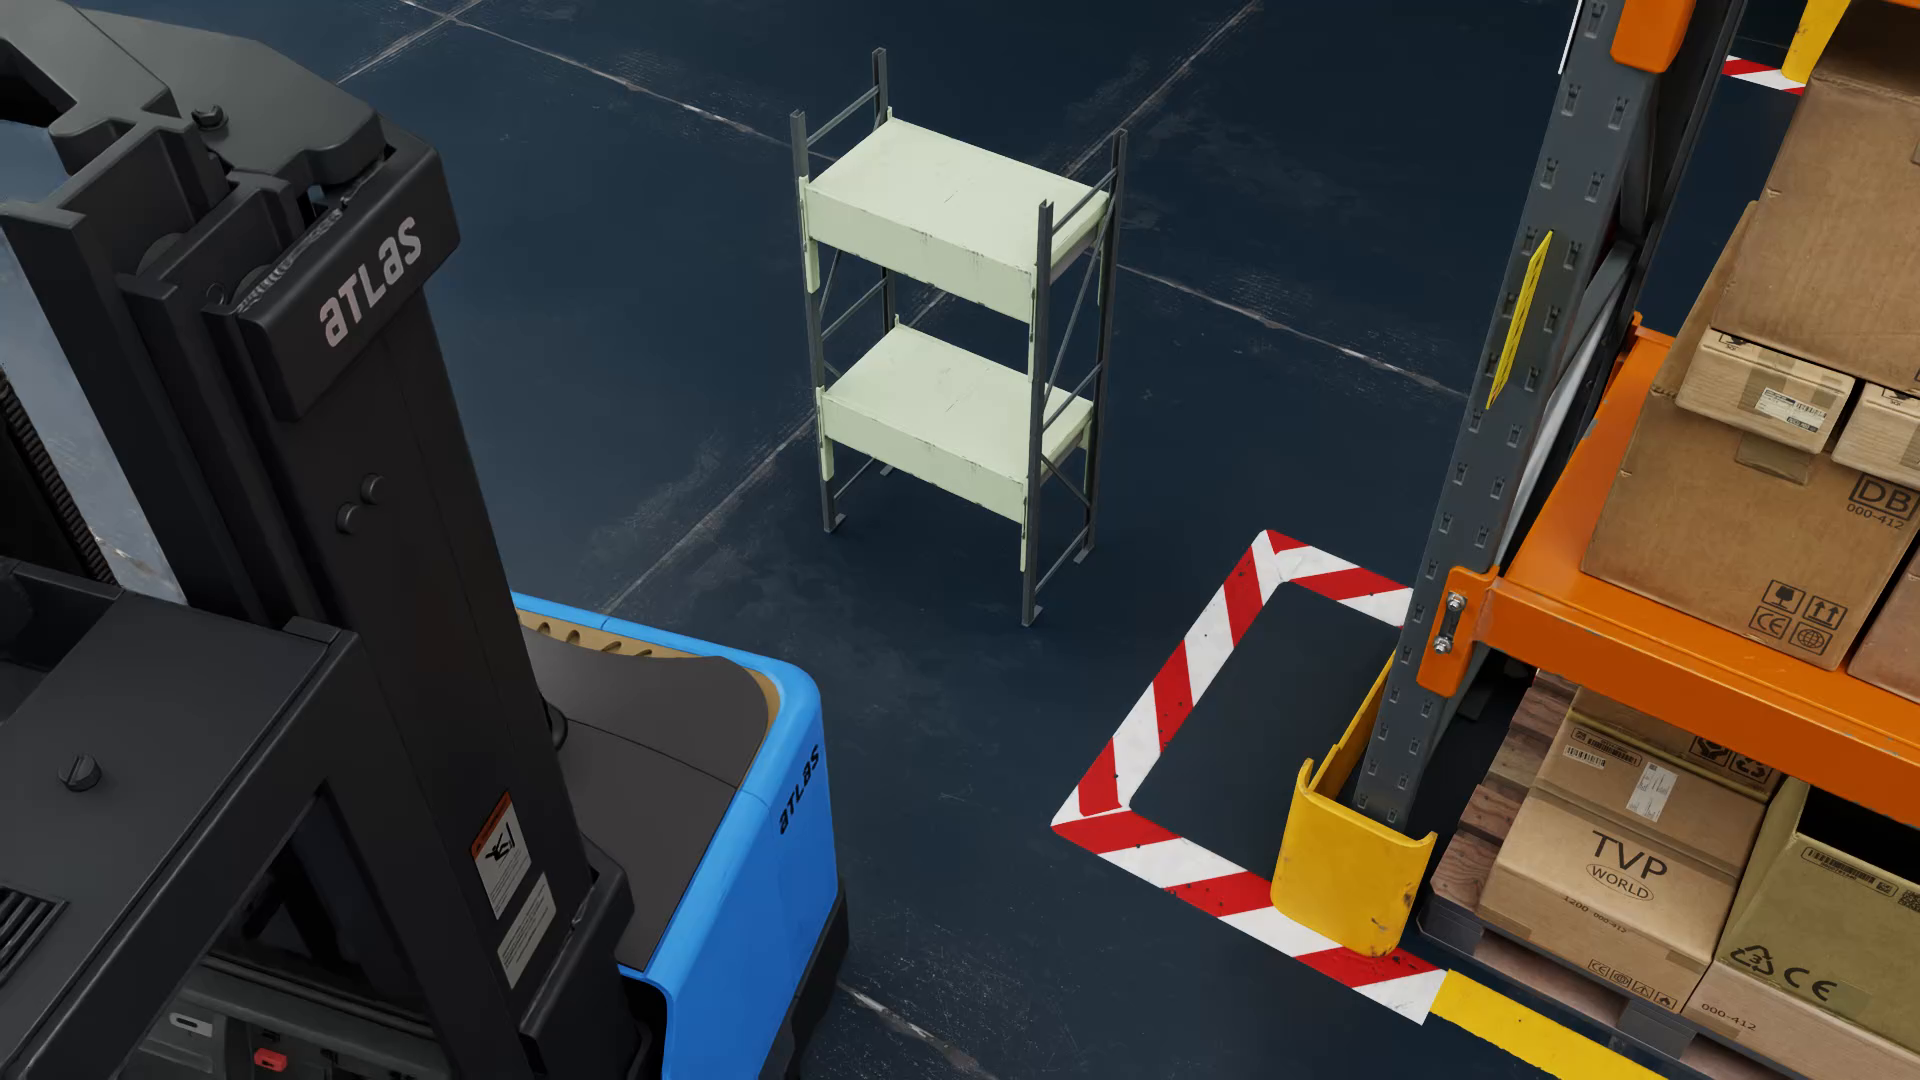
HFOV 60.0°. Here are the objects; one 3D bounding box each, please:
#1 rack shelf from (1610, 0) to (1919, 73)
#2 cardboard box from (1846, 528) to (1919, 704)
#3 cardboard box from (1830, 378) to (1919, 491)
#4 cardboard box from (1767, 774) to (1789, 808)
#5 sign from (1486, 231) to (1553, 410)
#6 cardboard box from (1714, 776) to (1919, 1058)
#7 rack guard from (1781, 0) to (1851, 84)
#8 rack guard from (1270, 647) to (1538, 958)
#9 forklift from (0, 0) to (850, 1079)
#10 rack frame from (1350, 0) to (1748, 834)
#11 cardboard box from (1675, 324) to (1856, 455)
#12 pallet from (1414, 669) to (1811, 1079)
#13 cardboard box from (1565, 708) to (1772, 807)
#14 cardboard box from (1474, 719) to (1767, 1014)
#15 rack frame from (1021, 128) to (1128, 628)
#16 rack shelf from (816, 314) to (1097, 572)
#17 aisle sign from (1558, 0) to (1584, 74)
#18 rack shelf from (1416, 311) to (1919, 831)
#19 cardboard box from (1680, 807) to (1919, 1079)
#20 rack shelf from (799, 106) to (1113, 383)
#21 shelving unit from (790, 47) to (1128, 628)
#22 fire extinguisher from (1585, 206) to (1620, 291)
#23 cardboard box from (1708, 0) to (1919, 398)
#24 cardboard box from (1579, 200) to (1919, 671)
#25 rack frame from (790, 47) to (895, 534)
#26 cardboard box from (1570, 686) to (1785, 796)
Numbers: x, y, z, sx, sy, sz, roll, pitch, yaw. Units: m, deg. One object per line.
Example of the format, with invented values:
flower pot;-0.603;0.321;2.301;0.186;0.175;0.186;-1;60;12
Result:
rack shelf;2.949;-0.397;1.954;4.000;0.370;1.077;25;51;22
cardboard box;2.096;-0.023;3.111;0.500;0.500;0.700;26;51;23
cardboard box;1.703;-0.255;2.884;0.250;0.149;0.380;23;50;21
cardboard box;2.304;0.651;4.151;0.500;0.250;0.500;25;51;22
sign;0.961;-0.373;2.862;0.005;0.325;0.100;25;51;22
cardboard box;2.019;0.708;3.572;0.500;0.500;0.500;25;51;22
rack guard;4.001;-2.468;7.300;0.348;0.500;1.175;25;51;22
rack guard;1.245;0.485;4.430;0.348;0.500;1.175;25;51;22
forklift;-1.220;0.898;2.334;1.130;2.935;3.031;13;47;13
rack frame;1.266;-0.377;3.525;0.127;3.000;1.000;25;51;22
cardboard box;1.480;-0.356;2.982;0.250;0.149;0.380;24;51;22
pallet;1.932;0.866;4.262;1.213;0.211;1.003;25;51;22
cardboard box;1.877;0.464;4.332;0.500;0.250;0.500;25;51;22
cardboard box;1.597;0.777;4.028;0.500;0.250;0.500;25;51;22
rack frame;0.302;-0.384;4.577;0.023;1.500;0.400;25;51;22
rack shelf;-0.006;-0.298;4.948;0.720;0.370;0.431;25;51;22
aisle sign;1.045;-1.123;2.437;0.004;0.787;0.394;25;51;22
rack shelf;2.949;0.648;3.030;4.000;0.370;1.077;25;51;22
cardboard box;2.020;0.968;3.842;0.500;0.250;0.500;25;51;22
rack shelf;-0.006;-0.797;4.435;0.720;0.370;0.431;25;51;22
shelving unit;-0.006;-0.525;4.715;0.755;1.500;0.431;25;51;22
fire extinguisher;1.417;-0.676;3.869;0.183;0.674;0.296;25;51;22
cardboard box;1.696;-0.655;2.821;0.500;0.500;0.700;25;51;22
cardboard box;1.652;-0.223;3.306;0.500;0.500;0.700;25;51;22
rack frame;-0.314;-0.667;4.852;0.023;1.500;0.400;25;51;22
cardboard box;1.878;0.202;4.064;0.500;0.500;0.500;25;51;22
